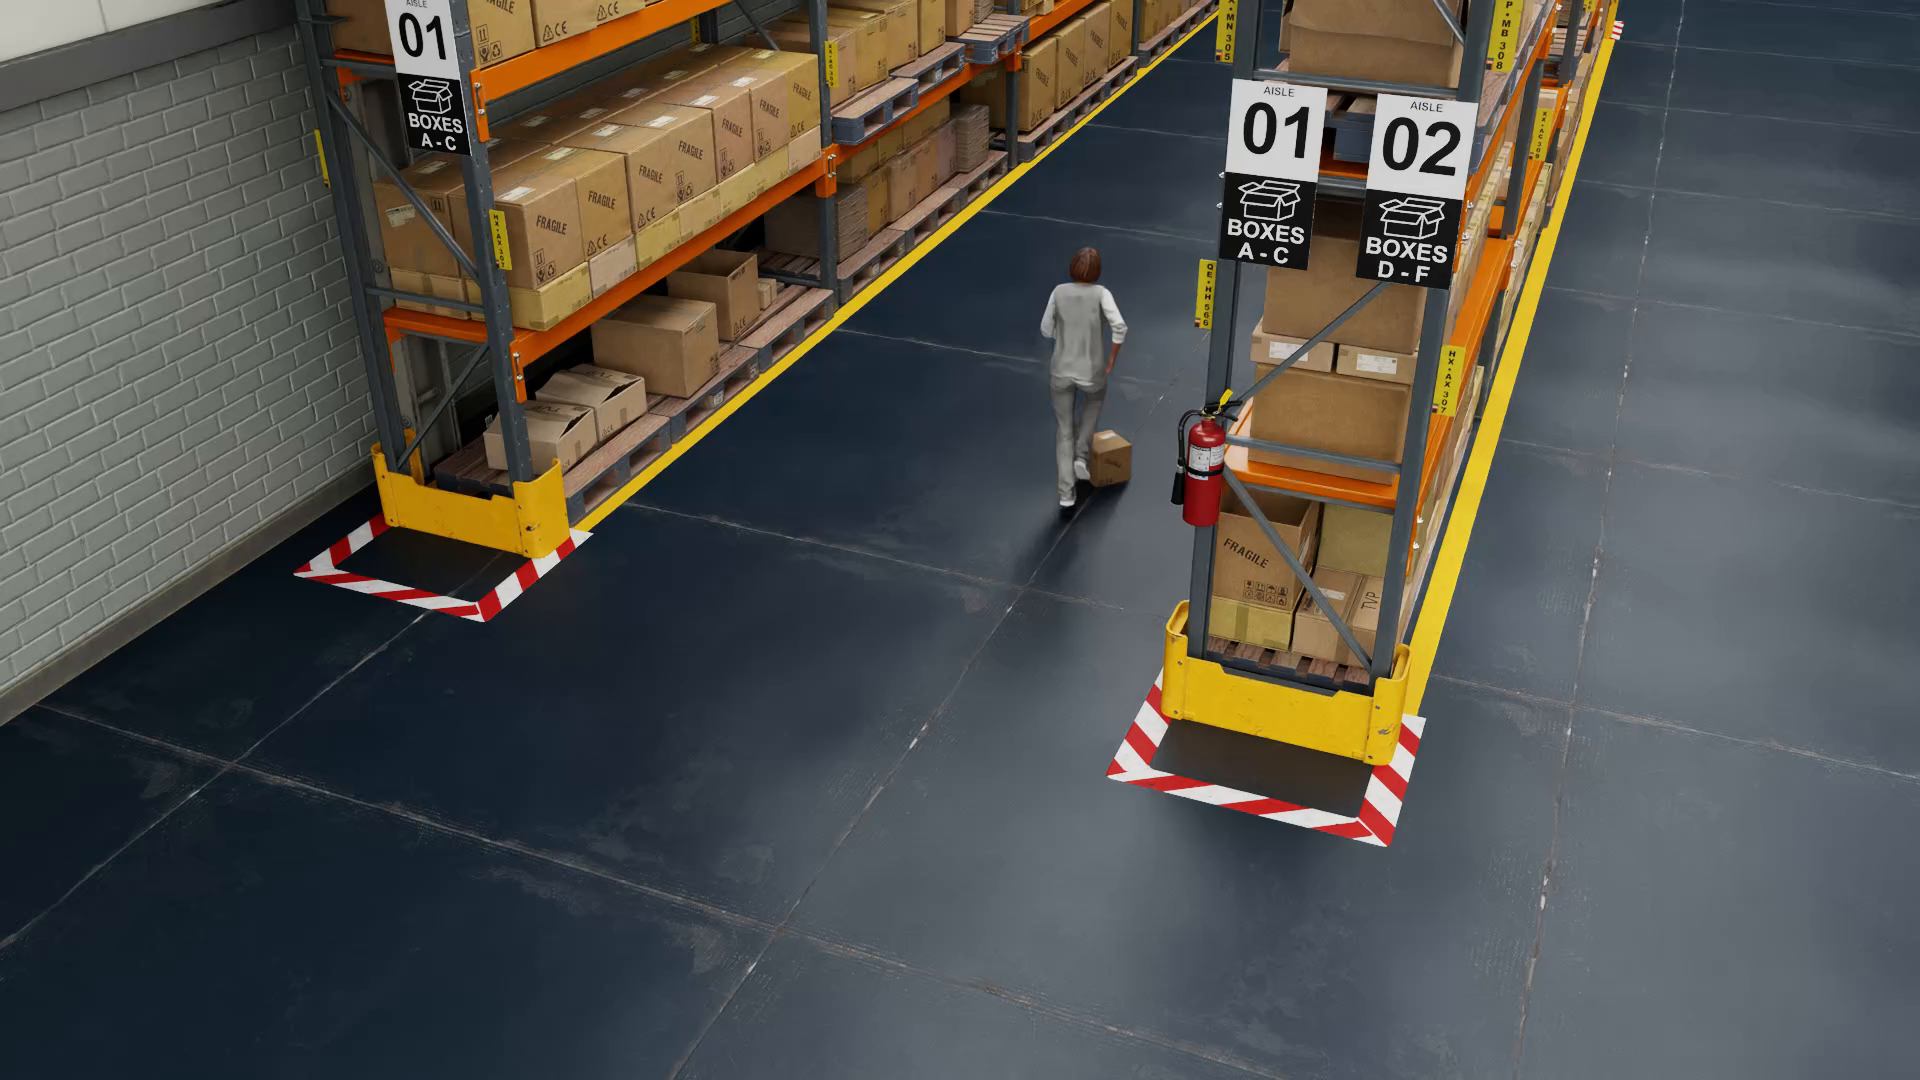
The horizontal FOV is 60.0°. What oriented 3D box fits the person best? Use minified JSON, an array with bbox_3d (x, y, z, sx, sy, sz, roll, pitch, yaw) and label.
[{"bbox_3d":[0.738,-0.999,10.141,0.546,1.519,0.766,5,30,9],"label":"person"}]
